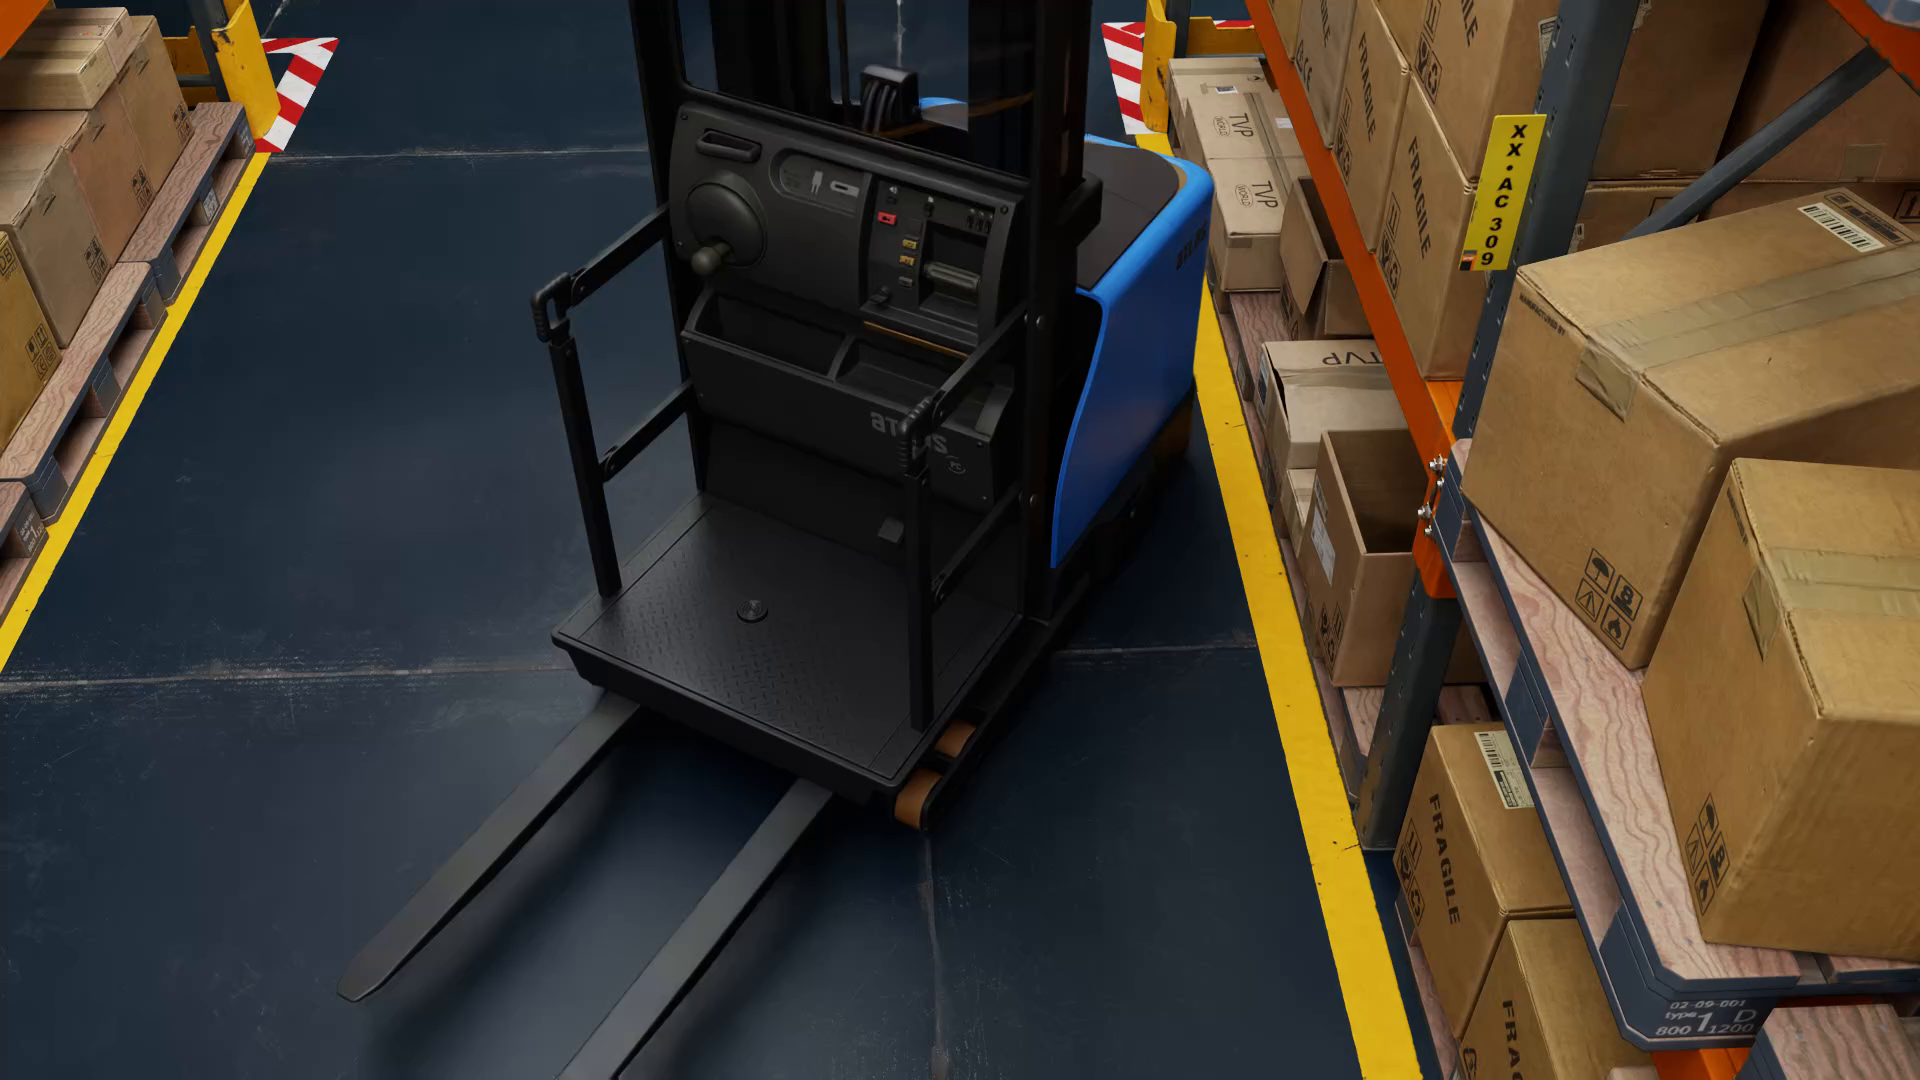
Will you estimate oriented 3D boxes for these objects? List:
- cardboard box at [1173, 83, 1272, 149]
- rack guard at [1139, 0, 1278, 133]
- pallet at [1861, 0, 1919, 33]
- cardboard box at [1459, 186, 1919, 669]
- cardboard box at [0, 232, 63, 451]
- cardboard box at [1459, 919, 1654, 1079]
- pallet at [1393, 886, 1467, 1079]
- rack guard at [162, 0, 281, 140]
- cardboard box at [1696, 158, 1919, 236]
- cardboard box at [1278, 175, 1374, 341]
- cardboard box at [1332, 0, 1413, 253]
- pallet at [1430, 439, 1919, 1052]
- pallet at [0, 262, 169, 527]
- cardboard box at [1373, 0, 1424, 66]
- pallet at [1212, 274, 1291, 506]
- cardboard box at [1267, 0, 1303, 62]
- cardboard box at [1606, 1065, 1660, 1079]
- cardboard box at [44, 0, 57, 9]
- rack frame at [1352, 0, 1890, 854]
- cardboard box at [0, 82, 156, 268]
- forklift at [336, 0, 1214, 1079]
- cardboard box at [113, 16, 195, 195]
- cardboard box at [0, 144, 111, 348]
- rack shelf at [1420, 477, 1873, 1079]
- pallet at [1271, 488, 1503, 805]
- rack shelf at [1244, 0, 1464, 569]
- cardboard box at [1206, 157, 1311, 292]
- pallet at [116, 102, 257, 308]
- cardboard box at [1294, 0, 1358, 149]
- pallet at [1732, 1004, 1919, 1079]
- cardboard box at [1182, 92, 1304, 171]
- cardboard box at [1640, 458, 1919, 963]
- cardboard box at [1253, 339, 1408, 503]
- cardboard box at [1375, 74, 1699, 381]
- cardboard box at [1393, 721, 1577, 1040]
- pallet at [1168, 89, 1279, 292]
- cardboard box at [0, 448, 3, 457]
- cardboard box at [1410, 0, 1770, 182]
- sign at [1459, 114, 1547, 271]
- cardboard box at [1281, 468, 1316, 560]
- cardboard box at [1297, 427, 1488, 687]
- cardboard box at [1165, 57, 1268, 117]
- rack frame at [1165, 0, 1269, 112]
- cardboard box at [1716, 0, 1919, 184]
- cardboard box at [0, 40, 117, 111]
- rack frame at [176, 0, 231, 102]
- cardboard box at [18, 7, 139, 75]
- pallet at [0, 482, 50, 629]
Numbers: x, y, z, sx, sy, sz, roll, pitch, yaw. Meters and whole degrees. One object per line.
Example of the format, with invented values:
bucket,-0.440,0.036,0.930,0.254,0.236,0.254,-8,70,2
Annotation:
cardboard box,1.065,-1.699,6.654,0.380,0.166,0.250,-2,43,-2
rack guard,1.383,-2.069,7.138,1.175,0.500,0.348,-2,43,-2
pallet,1.507,-0.936,1.970,1.213,0.211,1.003,-2,43,-2
cardboard box,1.347,-0.207,2.871,0.700,0.500,0.500,-15,45,-16
cardboard box,-3.366,-0.624,5.250,0.700,0.500,0.500,-1,43,-1
cardboard box,1.361,1.111,3.342,0.500,0.500,0.500,-1,43,-1
pallet,1.622,1.234,3.747,1.003,0.211,1.213,-2,43,-2
rack guard,-3.570,-1.992,7.053,1.175,0.500,0.348,-2,43,-2
cardboard box,1.800,-0.731,3.753,0.500,0.500,0.500,-1,43,-1
cardboard box,1.465,-0.852,5.481,0.797,0.503,0.637,-2,43,-2
cardboard box,1.249,-1.057,4.109,0.500,0.500,0.500,-1,43,-1
pallet,1.475,0.272,2.876,1.003,0.211,1.213,-2,43,-2
pallet,-3.408,-0.510,5.651,1.003,0.211,1.213,-2,43,-2
cardboard box,1.245,-1.427,3.773,0.500,0.500,0.500,-2,43,-3
pallet,1.467,-0.603,5.752,1.003,0.211,1.213,-2,43,-2
cardboard box,1.201,-1.747,4.862,0.500,0.500,0.500,-1,43,-1
cardboard box,1.369,1.150,2.745,0.500,0.250,0.500,-2,43,-2
cardboard box,-3.645,-1.979,6.248,0.380,0.149,0.250,-1,43,-2
rack frame,1.550,-0.342,3.403,1.000,3.000,0.127,-2,43,-2
cardboard box,-3.418,-1.323,6.013,0.700,0.500,0.500,-2,43,-2
forklift,-0.399,-0.669,3.811,1.130,2.935,3.031,21,46,21
cardboard box,-3.439,-1.661,6.381,0.700,0.500,0.500,-2,43,-2
cardboard box,-3.396,-0.984,5.642,0.700,0.500,0.500,-3,43,-3
rack shelf,1.635,1.274,2.173,1.077,0.370,4.000,-2,43,-2
pallet,1.522,0.223,4.851,1.003,0.211,1.213,-2,43,-2
rack shelf,1.465,-1.427,5.119,1.077,0.370,4.000,-2,43,-2
cardboard box,1.162,-1.140,5.984,0.500,0.250,0.500,-2,43,-2
pallet,-3.457,-1.332,6.547,1.003,0.211,1.213,-2,43,-2
cardboard box,1.225,-1.403,4.487,0.500,0.500,0.500,-1,43,-1
pallet,1.633,1.117,1.954,1.003,0.211,1.213,-2,43,-2
cardboard box,1.141,-1.478,6.352,0.500,0.250,0.500,-2,43,-2
cardboard box,1.439,0.255,2.367,0.700,0.500,0.500,5,43,5
cardboard box,1.210,-0.396,5.126,0.500,0.311,0.500,-2,43,-2
cardboard box,1.272,-0.709,3.729,0.500,0.500,0.500,-1,43,-1
cardboard box,1.327,0.751,3.735,0.500,0.500,0.500,-3,43,-4
pallet,1.418,-1.425,6.648,1.003,0.211,1.213,-2,43,-2
cardboard box,-3.347,-0.277,4.872,0.700,0.500,0.500,-2,43,-2
cardboard box,1.270,-1.081,3.396,0.500,0.500,0.500,-1,43,-2
sign,1.008,-0.640,3.088,0.100,0.325,0.005,-2,43,-2
cardboard box,1.166,-0.081,4.903,0.380,0.149,0.250,-2,43,-2
cardboard box,1.242,0.041,4.510,0.500,0.500,0.500,-2,43,-2
cardboard box,1.054,-1.861,6.844,0.380,0.149,0.250,-2,43,-2
rack frame,1.380,-3.042,6.349,1.000,3.000,0.127,-2,43,-2
cardboard box,1.811,-1.073,3.387,0.500,0.500,0.500,-1,43,-1
cardboard box,-3.240,-1.646,5.885,0.380,0.149,0.250,-1,43,-1
rack frame,-3.569,-2.897,6.191,1.000,3.000,0.127,-2,43,-2
cardboard box,-3.252,-1.819,6.073,0.380,0.149,0.250,-2,43,-2
pallet,-3.353,0.315,4.750,1.003,0.211,1.213,-2,43,-2
